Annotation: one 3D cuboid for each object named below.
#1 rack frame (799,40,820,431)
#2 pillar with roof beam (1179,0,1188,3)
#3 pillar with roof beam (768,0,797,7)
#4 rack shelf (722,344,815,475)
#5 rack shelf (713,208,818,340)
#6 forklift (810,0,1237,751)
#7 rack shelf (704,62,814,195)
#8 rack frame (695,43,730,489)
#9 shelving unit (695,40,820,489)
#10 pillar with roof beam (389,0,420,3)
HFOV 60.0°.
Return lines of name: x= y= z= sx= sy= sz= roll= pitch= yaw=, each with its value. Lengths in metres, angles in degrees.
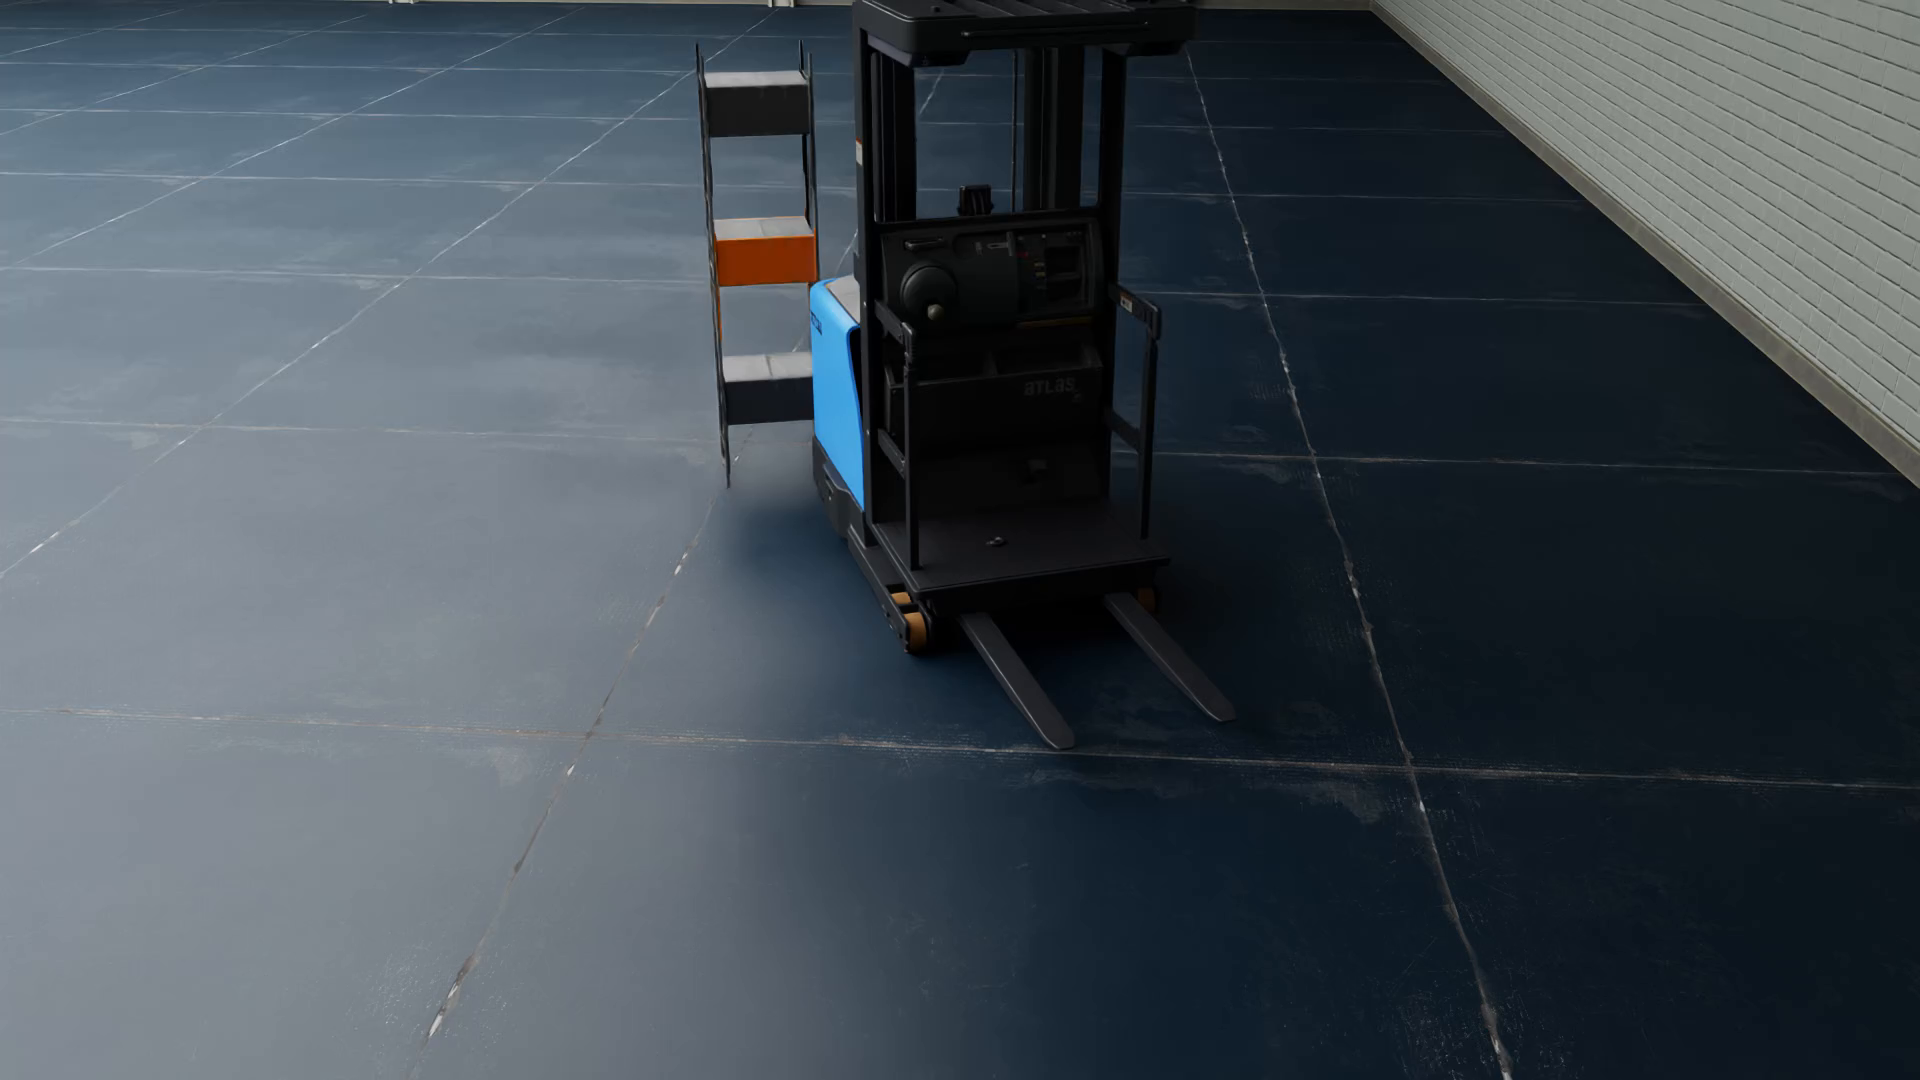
rack frame: x=-0.716 y=-1.332 z=8.133 sx=0.015 sy=2.100 sz=0.400 roll=-5 pitch=25 yaw=-10
pillar with roof beam: x=2.917 y=-10.360 z=19.500 sx=0.400 sy=9.000 sz=9.100 roll=2 pitch=25 yaw=4
pillar with roof beam: x=-3.066 y=-10.552 z=19.918 sx=0.400 sy=9.000 sz=9.100 roll=2 pitch=25 yaw=4
rack shelf: x=-0.955 y=-0.664 z=8.388 sx=0.480 sy=0.518 sz=0.431 roll=-5 pitch=25 yaw=-10
rack shelf: x=-0.955 y=-1.300 z=8.096 sx=0.480 sy=0.518 sz=0.431 roll=-5 pitch=25 yaw=-10
forklift: x=0.203 y=-1.060 z=6.548 sx=1.130 sy=2.935 sz=3.031 roll=-7 pitch=26 yaw=-16
rack shelf: x=-0.955 y=-1.936 z=7.803 sx=0.480 sy=0.518 sz=0.431 roll=-5 pitch=25 yaw=-10
rack frame: x=-1.195 y=-1.292 z=8.047 sx=0.015 sy=2.100 sz=0.400 roll=-5 pitch=25 yaw=-10
shelving unit: x=-0.955 y=-1.312 z=8.090 sx=0.503 sy=2.100 sz=0.431 roll=-5 pitch=25 yaw=-10
pillar with roof beam: x=-9.048 y=-10.744 z=20.335 sx=0.400 sy=9.000 sz=9.100 roll=2 pitch=25 yaw=4
